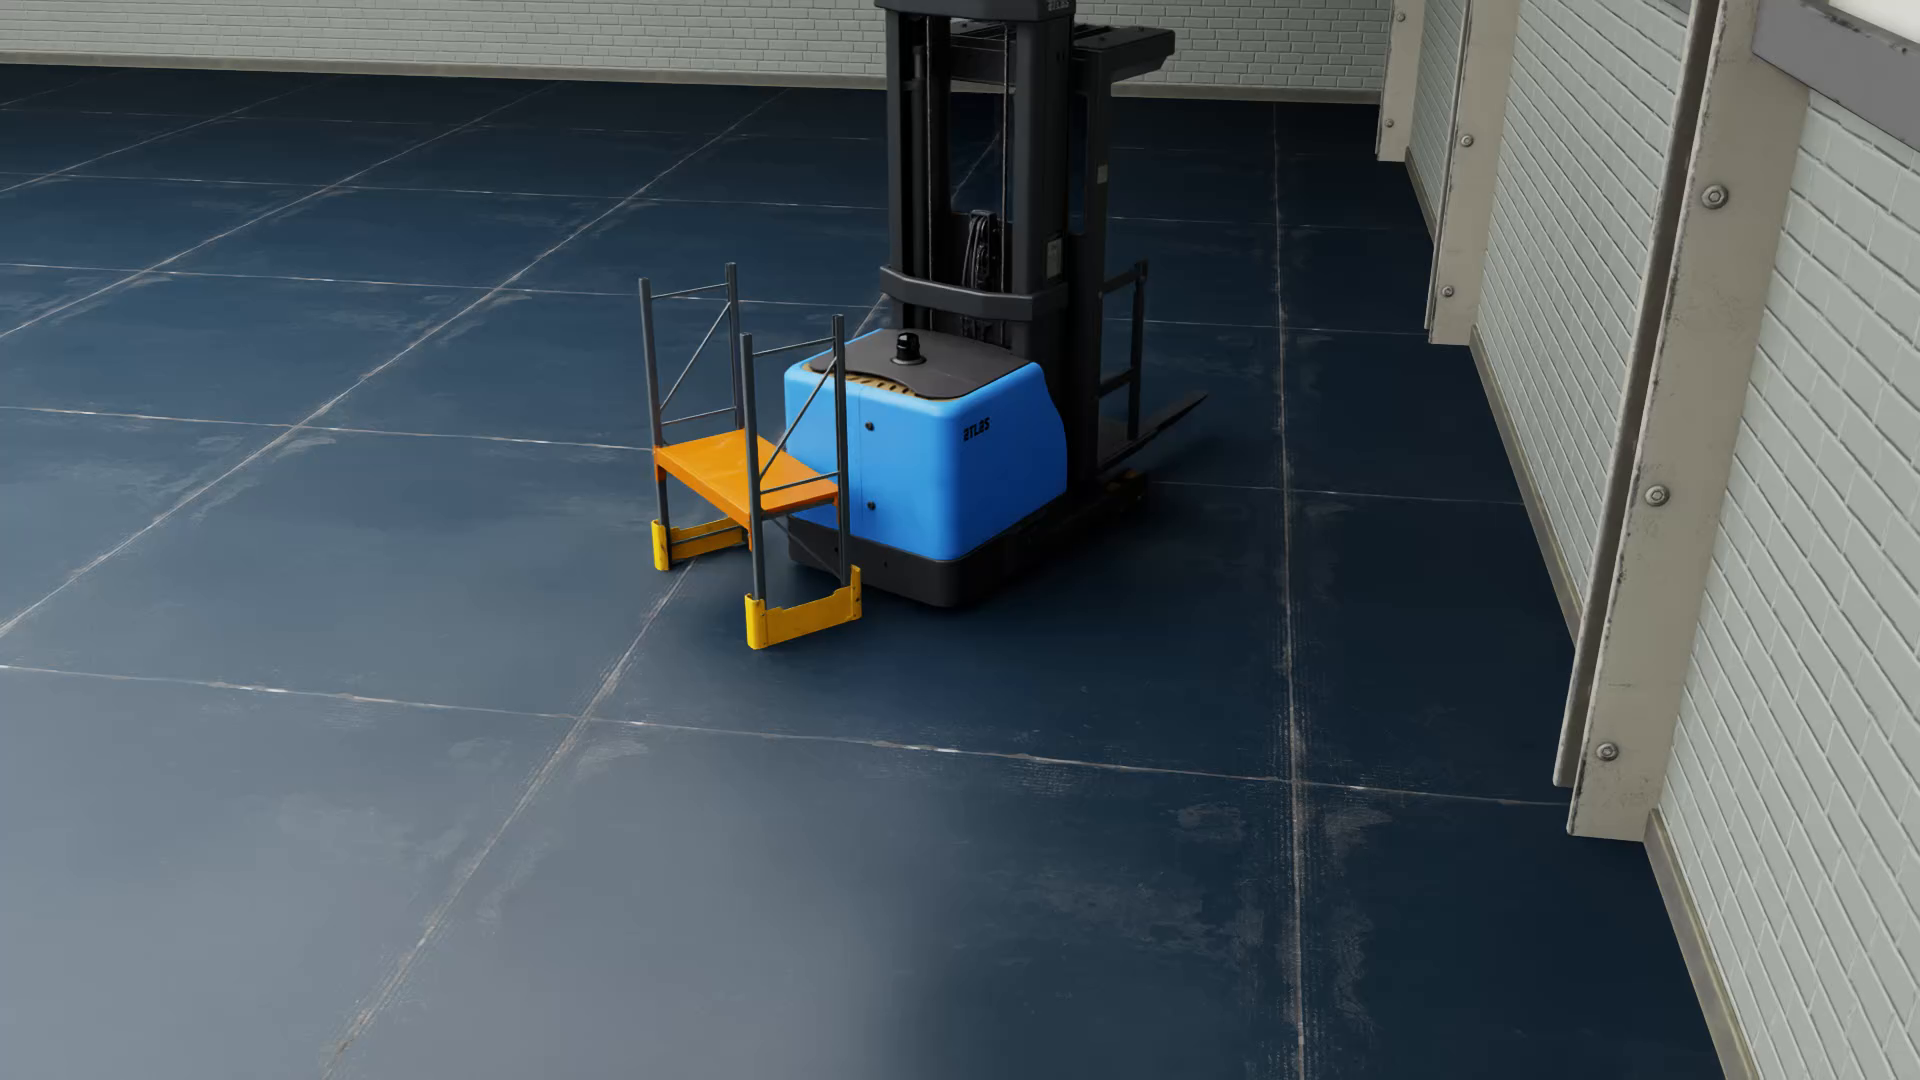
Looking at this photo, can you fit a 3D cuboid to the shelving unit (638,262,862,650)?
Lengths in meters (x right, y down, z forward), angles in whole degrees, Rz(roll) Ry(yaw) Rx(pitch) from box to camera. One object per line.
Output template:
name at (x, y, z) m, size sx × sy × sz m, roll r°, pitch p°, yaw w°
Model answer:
shelving unit at (-1.010, -0.428, 7.896) m, size 0.587 × 1.500 × 1.083 m, roll -16°, pitch 30°, yaw -31°

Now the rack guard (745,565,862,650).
rack guard at (-0.727, 0.311, 7.790) m, size 0.587 × 0.250 × 0.087 m, roll -16°, pitch 30°, yaw -31°

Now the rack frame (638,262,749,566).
rack frame at (-1.304, -0.609, 8.282) m, size 0.500 × 1.500 × 0.032 m, roll -16°, pitch 30°, yaw -31°

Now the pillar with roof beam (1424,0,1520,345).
pillar with roof beam at (-0.759, -5.830, 10.591) m, size 9.100 × 9.000 × 0.400 m, roll 4°, pitch 25°, yaw 9°

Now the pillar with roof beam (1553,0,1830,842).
pillar with roof beam at (-1.740, -3.321, 5.230) m, size 9.100 × 9.000 × 0.400 m, roll 4°, pitch 25°, yaw 9°

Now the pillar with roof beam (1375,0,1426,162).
pillar with roof beam at (0.221, -8.340, 15.952) m, size 9.100 × 9.000 × 0.400 m, roll 4°, pitch 25°, yaw 9°

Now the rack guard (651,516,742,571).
rack guard at (-1.293, -0.036, 8.532) m, size 0.587 × 0.250 × 0.087 m, roll -16°, pitch 30°, yaw -31°

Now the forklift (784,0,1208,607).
forklift at (0.385, -1.579, 8.666) m, size 1.130 × 2.935 × 3.031 m, roll 16°, pitch 30°, yaw 31°

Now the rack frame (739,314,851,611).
rack frame at (-0.727, -0.254, 7.524) m, size 0.500 × 1.500 × 0.032 m, roll -16°, pitch 30°, yaw -31°

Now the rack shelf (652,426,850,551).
rack shelf at (-1.015, -0.269, 7.979) m, size 0.538 × 0.185 × 1.000 m, roll -16°, pitch 30°, yaw -31°
